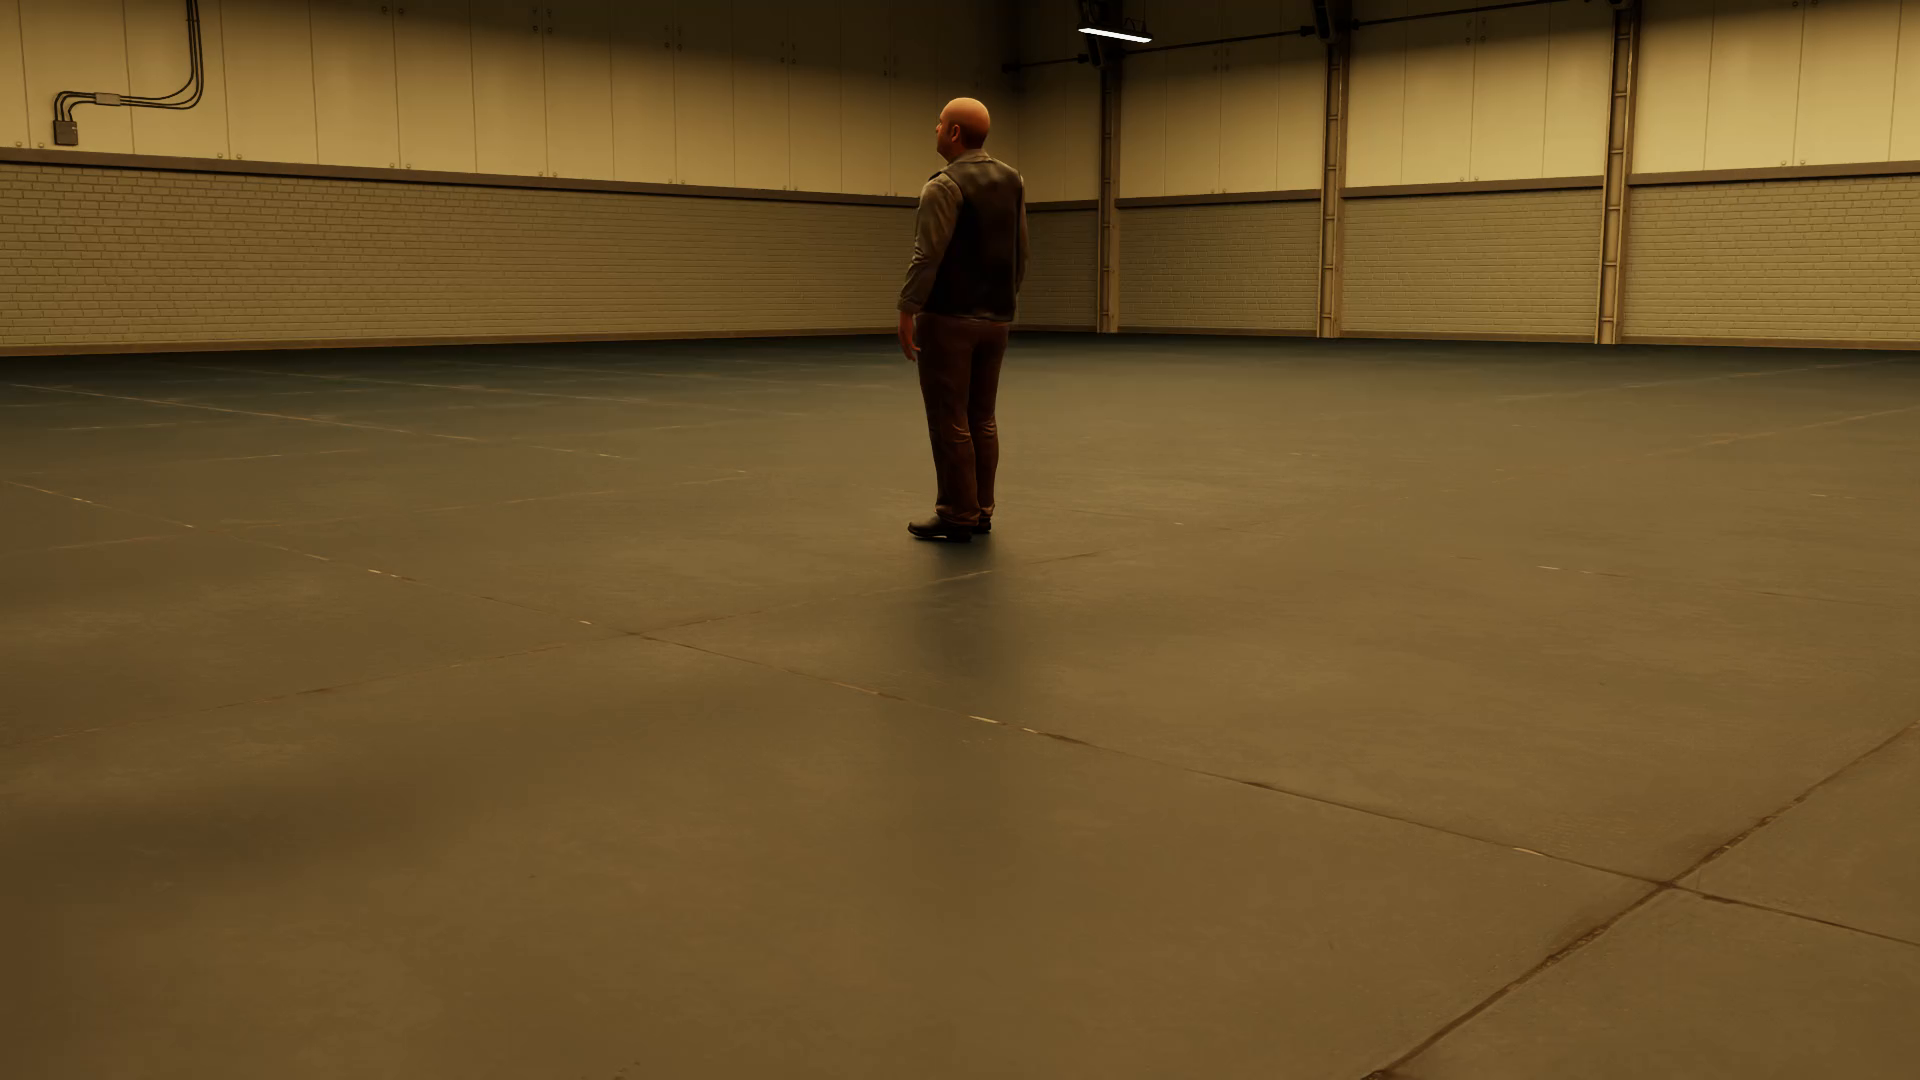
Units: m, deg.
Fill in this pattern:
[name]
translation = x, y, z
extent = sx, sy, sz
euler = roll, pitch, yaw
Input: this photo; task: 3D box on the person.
[person]
translation = -0.046, -0.866, 6.642
extent = 0.551, 1.722, 0.633
euler = 8, 12, 43
